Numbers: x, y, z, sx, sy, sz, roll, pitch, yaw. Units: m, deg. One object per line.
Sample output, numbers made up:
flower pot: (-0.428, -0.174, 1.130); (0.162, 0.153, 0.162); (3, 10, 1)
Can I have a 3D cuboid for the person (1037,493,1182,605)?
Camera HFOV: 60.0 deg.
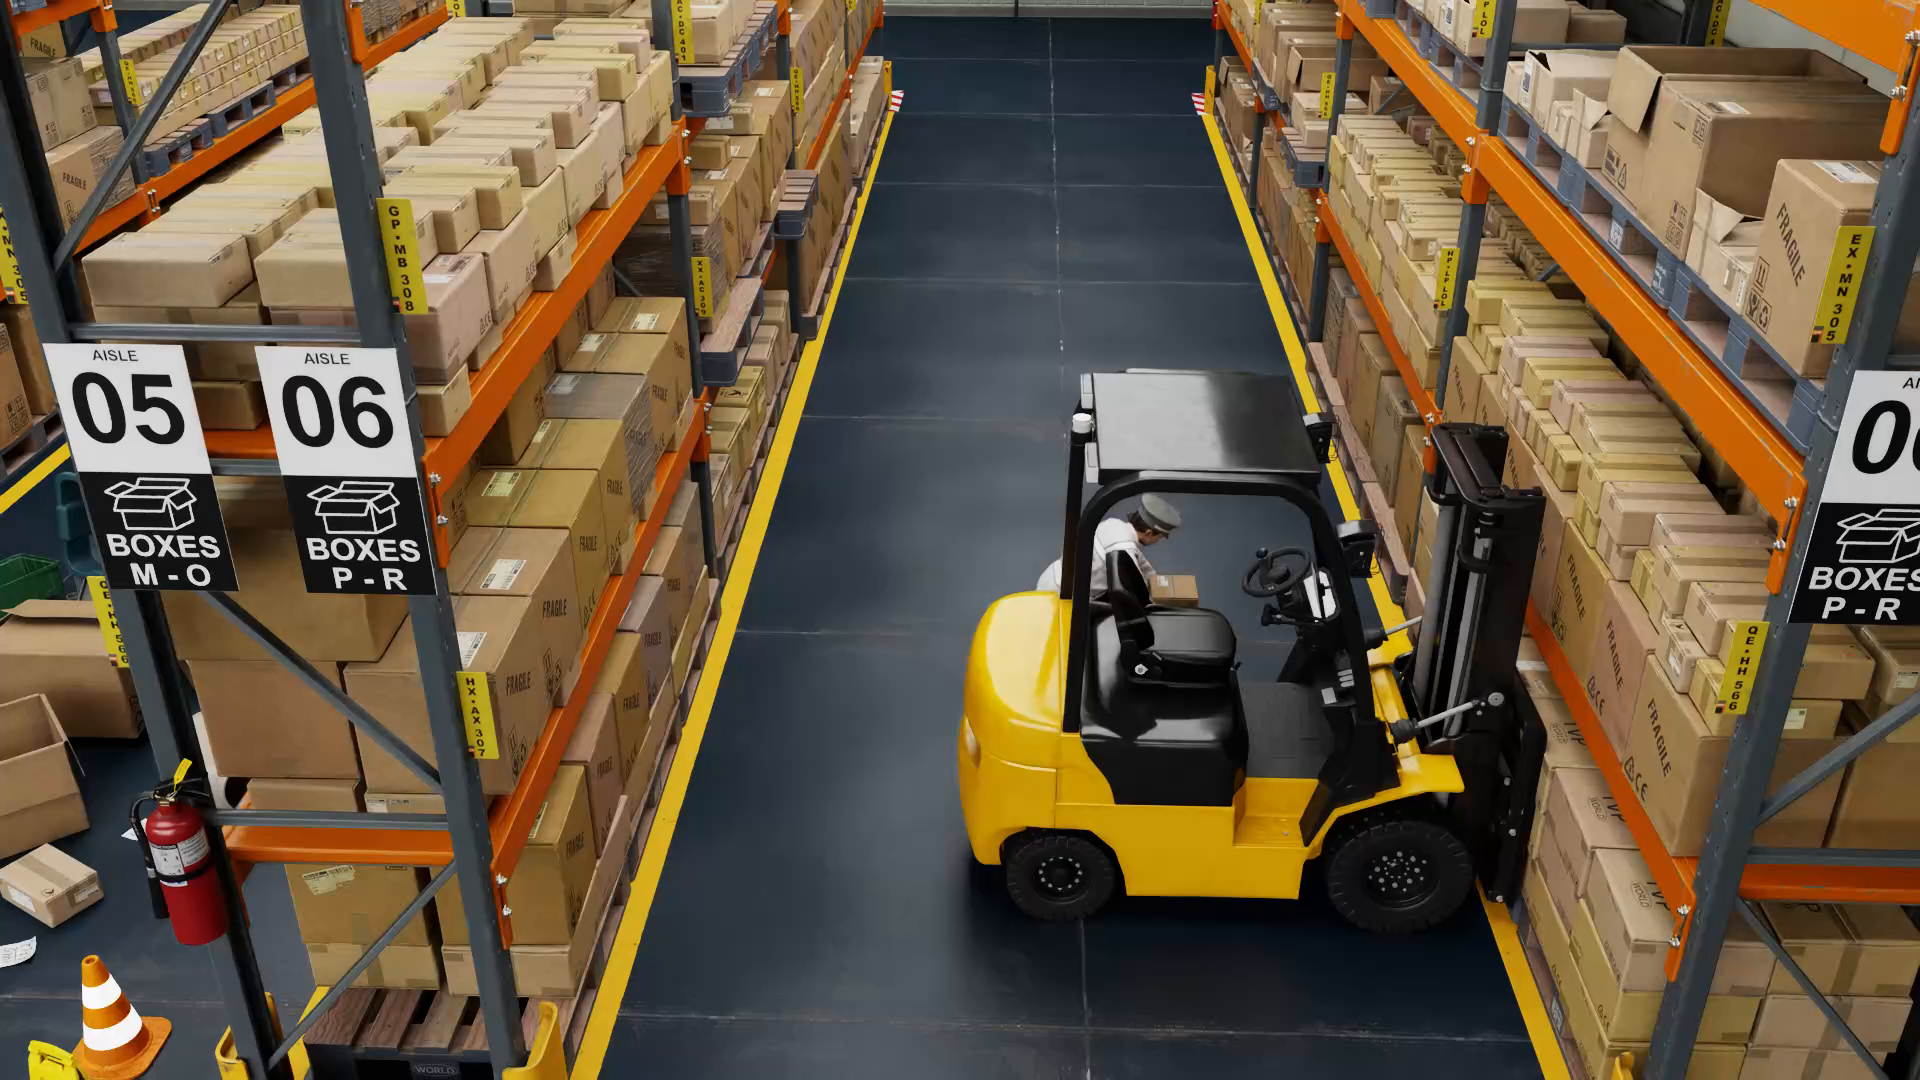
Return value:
person: (0.823, 0.230, 8.948); (0.815, 0.967, 0.496); (1, 28, 2)
